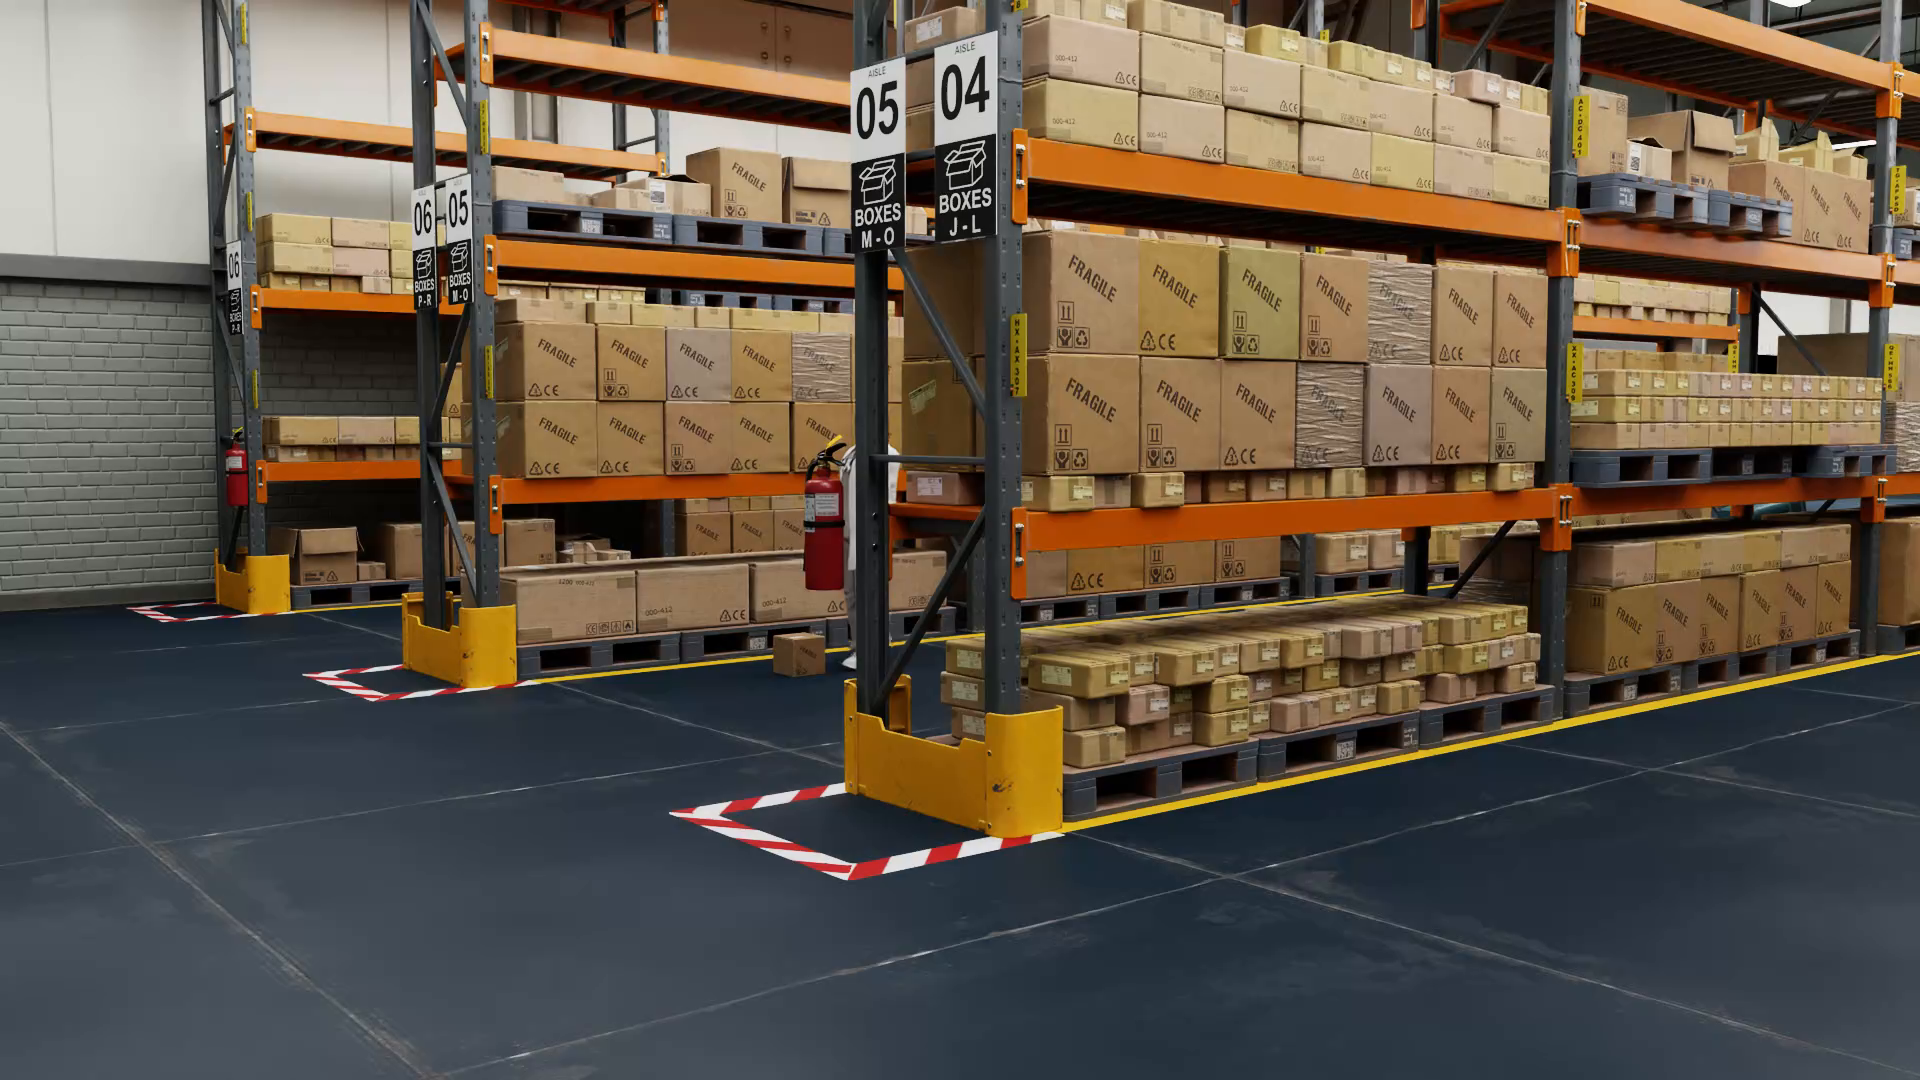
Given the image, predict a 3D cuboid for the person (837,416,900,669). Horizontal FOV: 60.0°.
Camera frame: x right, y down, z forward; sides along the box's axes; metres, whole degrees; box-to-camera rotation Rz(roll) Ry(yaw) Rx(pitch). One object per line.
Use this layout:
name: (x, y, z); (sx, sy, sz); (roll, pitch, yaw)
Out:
person: (-0.651, 0.002, 11.267); (0.482, 1.831, 0.575); (-3, 5, -38)
